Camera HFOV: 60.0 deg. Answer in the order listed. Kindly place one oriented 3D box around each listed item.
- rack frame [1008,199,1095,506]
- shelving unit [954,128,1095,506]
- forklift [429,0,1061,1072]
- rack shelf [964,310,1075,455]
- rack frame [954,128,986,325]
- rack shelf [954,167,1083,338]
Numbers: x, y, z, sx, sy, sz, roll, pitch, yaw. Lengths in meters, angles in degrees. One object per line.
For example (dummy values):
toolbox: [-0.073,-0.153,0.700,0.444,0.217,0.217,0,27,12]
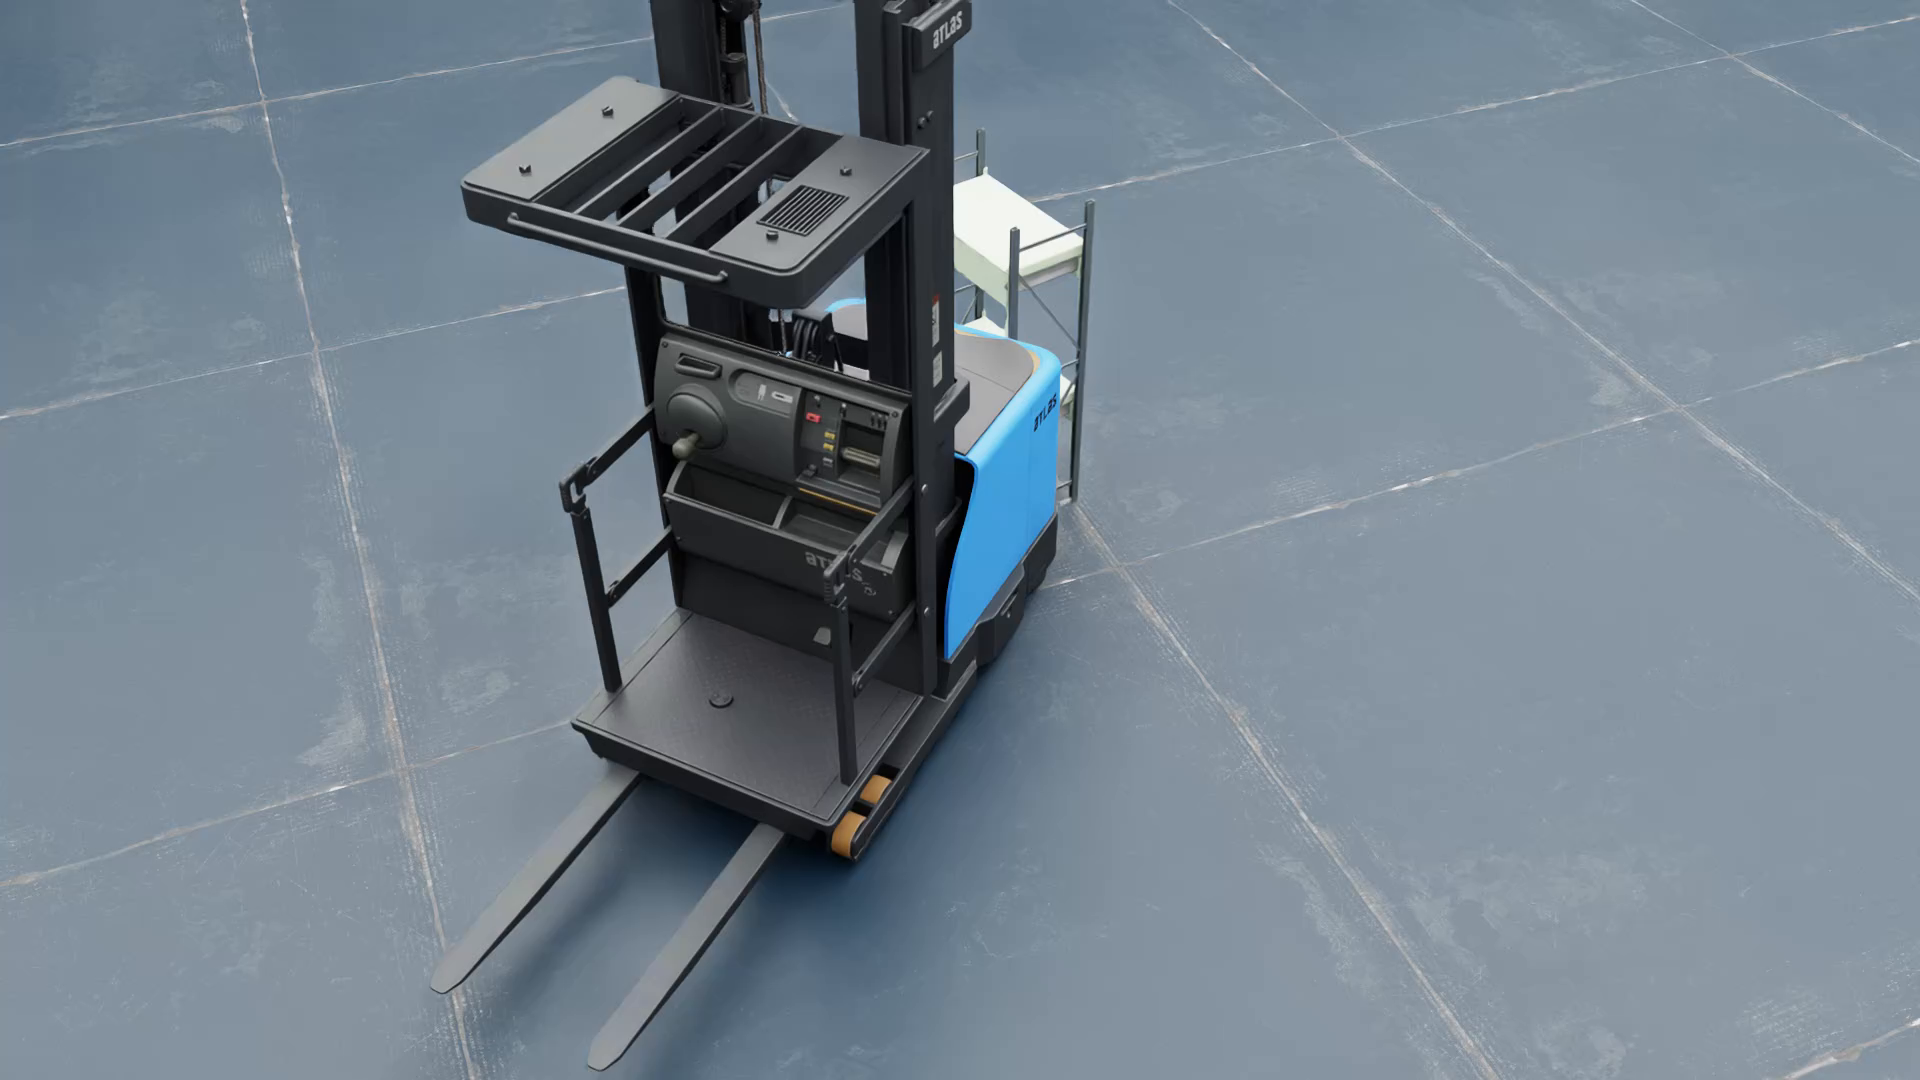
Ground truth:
rack frame: [0.358,-0.686,6.897,0.400,1.500,0.023,-25,46,-26]
shelving unit: [0.148,-0.881,7.124,0.431,1.500,0.755,-25,46,-26]
forklift: [-0.704,-0.311,5.364,1.130,2.935,3.031,18,44,20]
rack shelf: [0.148,-0.634,7.337,0.431,0.370,0.720,-25,46,-26]
rack frame: [-0.063,-1.076,7.351,0.400,1.500,0.023,-25,46,-26]
rack shelf: [0.148,-1.177,6.870,0.431,0.370,0.720,-25,46,-26]
